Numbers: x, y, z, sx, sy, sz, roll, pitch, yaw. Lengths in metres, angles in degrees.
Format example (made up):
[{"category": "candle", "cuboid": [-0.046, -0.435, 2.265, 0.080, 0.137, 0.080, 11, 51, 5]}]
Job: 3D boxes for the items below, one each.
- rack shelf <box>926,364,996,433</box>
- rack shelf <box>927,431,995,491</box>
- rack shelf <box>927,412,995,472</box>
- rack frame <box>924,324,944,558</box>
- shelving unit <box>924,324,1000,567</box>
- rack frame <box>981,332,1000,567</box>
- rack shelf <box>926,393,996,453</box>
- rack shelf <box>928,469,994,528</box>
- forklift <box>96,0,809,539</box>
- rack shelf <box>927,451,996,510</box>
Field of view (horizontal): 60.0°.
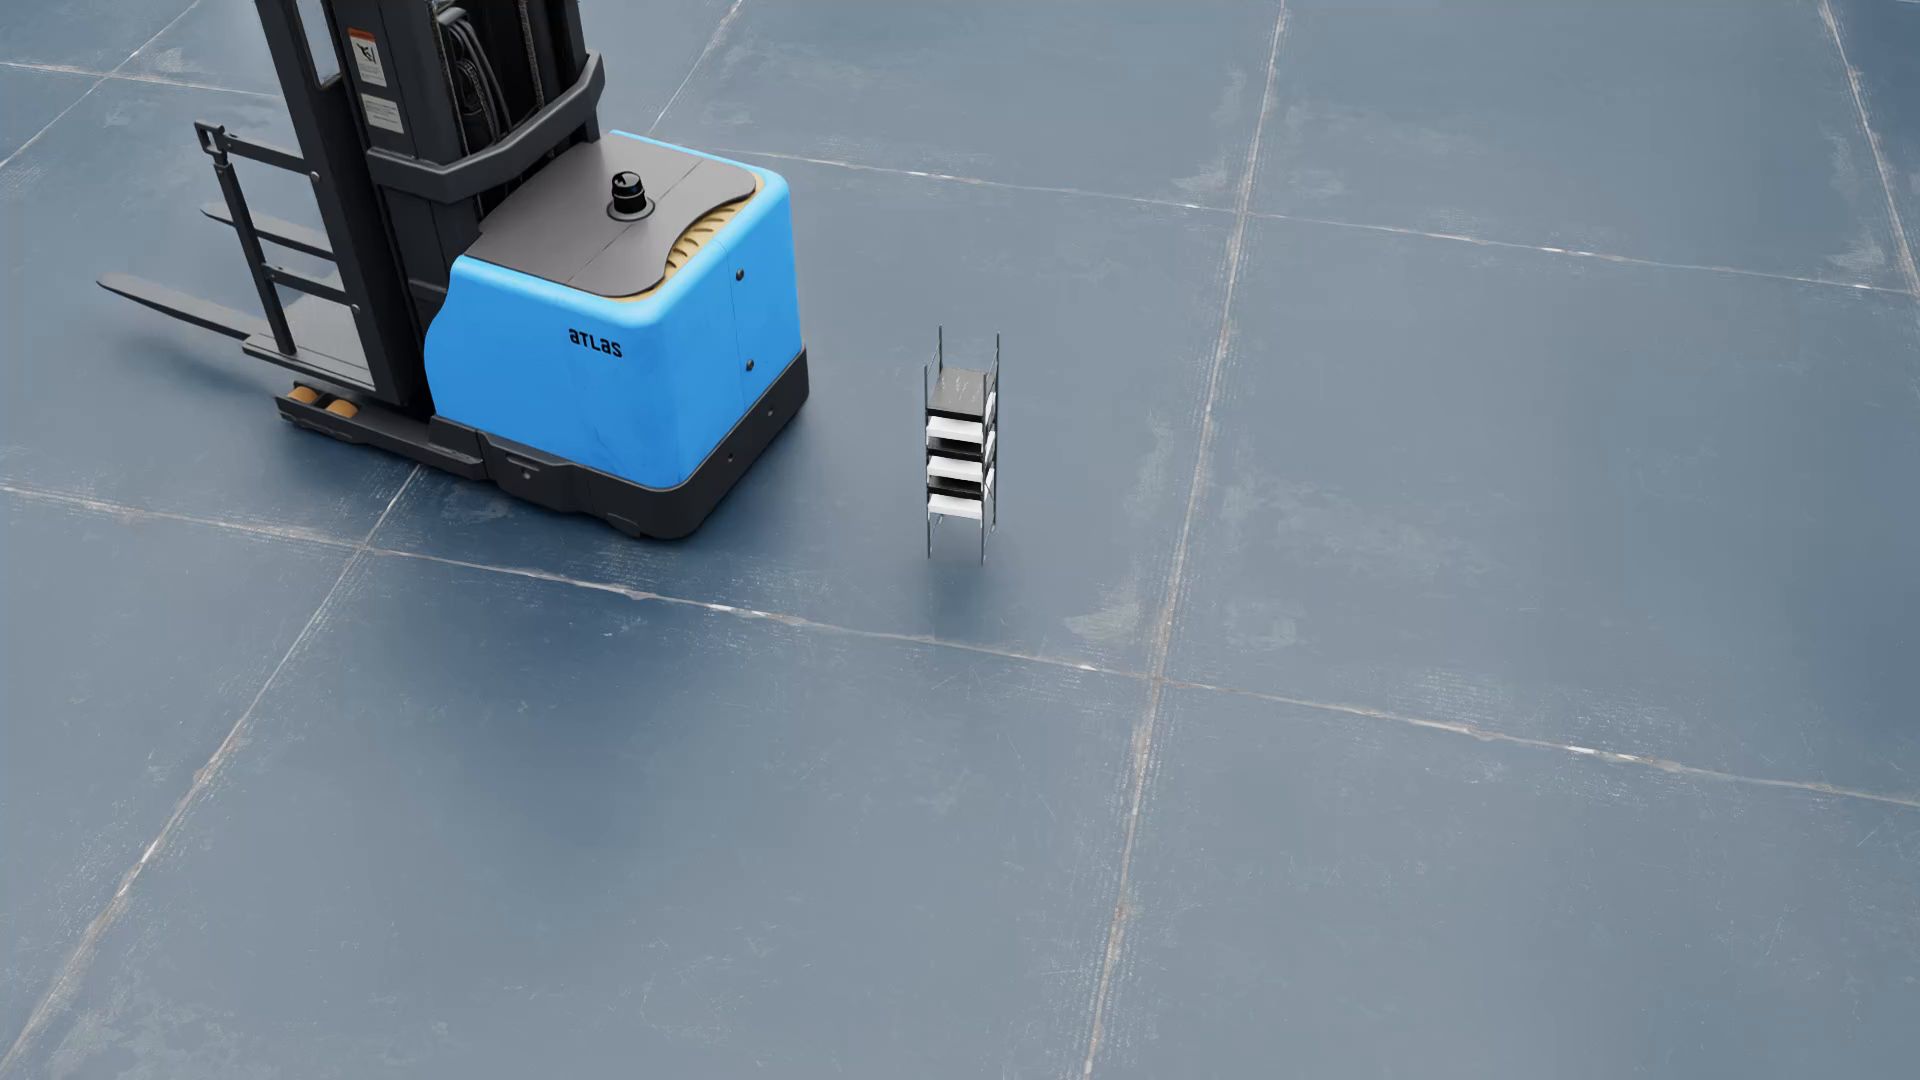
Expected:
[{"category": "rack shelf", "cuboid": [0.008, -0.493, 5.773, 0.200, 0.077, 0.258, 9, 45, 9]}, {"category": "rack shelf", "cuboid": [0.008, -0.299, 5.960, 0.200, 0.077, 0.258, 9, 45, 9]}, {"category": "rack shelf", "cuboid": [0.008, -0.364, 5.897, 0.200, 0.077, 0.258, 9, 45, 9]}, {"category": "rack frame", "cuboid": [-0.091, -0.338, 5.953, 0.006, 0.900, 0.240, 9, 45, 9]}, {"category": "shelving unit", "cuboid": [0.008, -0.323, 5.937, 0.210, 0.900, 0.258, 9, 45, 9]}, {"category": "rack frame", "cuboid": [0.107, -0.308, 5.921, 0.006, 0.900, 0.240, 9, 45, 9]}, {"category": "rack shelf", "cuboid": [0.008, -0.429, 5.835, 0.200, 0.077, 0.258, 9, 45, 9]}, {"category": "rack shelf", "cuboid": [0.008, -0.169, 6.085, 0.200, 0.077, 0.258, 9, 45, 9]}, {"category": "forklift", "cuboid": [-2.171, -1.761, 5.966, 3.031, 2.935, 1.130, 18, 47, 18]}, {"category": "rack shelf", "cuboid": [0.008, -0.234, 6.022, 0.200, 0.077, 0.258, 9, 45, 9]}]
